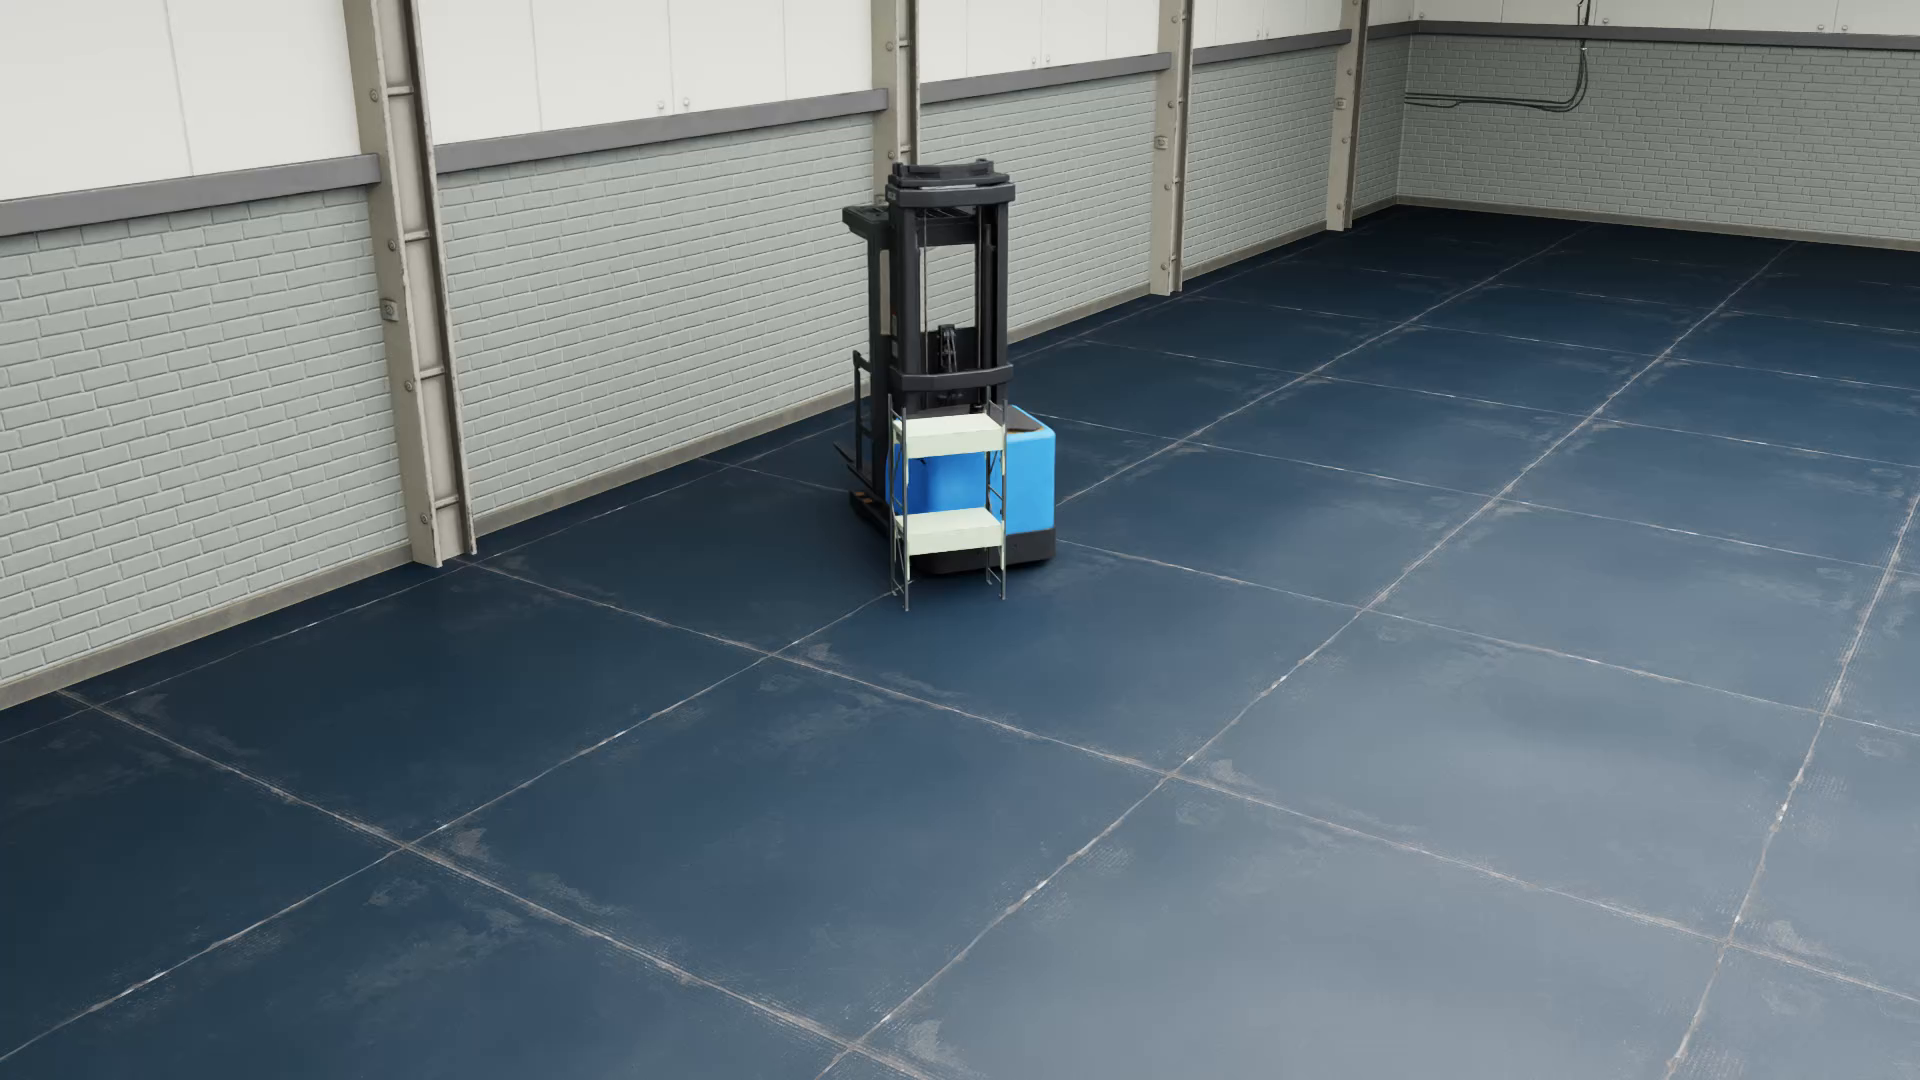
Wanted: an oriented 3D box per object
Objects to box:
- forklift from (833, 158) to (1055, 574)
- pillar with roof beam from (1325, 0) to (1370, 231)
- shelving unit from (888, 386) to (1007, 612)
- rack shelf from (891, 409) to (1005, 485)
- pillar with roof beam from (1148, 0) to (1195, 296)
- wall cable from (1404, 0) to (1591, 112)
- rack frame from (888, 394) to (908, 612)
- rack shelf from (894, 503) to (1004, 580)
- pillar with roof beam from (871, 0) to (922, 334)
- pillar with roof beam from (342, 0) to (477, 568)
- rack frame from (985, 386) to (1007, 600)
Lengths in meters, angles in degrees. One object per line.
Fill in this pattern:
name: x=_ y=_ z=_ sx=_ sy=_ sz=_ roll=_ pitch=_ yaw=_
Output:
forklift: x=-0.279 y=-1.599 z=13.364 sx=1.130 sy=2.935 sz=3.031 roll=-8 pitch=22 yaw=-20
pillar with roof beam: x=9.670 y=-8.419 z=23.055 sx=9.100 sy=9.000 sz=0.400 roll=13 pitch=24 yaw=32
shelving unit: x=-0.090 y=-0.297 z=11.907 sx=0.755 sy=1.500 sz=0.431 roll=-6 pitch=21 yaw=-16
rack shelf: x=-0.090 y=-0.663 z=11.772 sx=0.720 sy=0.370 sz=0.431 roll=-6 pitch=21 yaw=-16
pillar with roof beam: x=6.297 y=-6.698 z=18.401 sx=9.100 sy=9.000 sz=0.400 roll=13 pitch=24 yaw=32
wall cable: x=8.860 y=-8.390 z=27.451 sx=3.097 sy=2.526 sz=0.112 roll=13 pitch=24 yaw=32
rack frame: x=-0.439 y=-0.259 z=11.804 sx=0.023 sy=1.500 sz=0.400 roll=-6 pitch=21 yaw=-16
rack shelf: x=-0.090 y=0.008 z=12.020 sx=0.720 sy=0.370 sz=0.431 roll=-6 pitch=21 yaw=-16
pillar with roof beam: x=2.925 y=-4.976 z=13.747 sx=9.100 sy=9.000 sz=0.400 roll=13 pitch=24 yaw=32
pillar with roof beam: x=-0.448 y=-3.255 z=9.093 sx=9.100 sy=9.000 sz=0.400 roll=13 pitch=24 yaw=32
rack frame: x=0.260 y=-0.335 z=12.010 sx=0.023 sy=1.500 sz=0.400 roll=-6 pitch=21 yaw=-16
